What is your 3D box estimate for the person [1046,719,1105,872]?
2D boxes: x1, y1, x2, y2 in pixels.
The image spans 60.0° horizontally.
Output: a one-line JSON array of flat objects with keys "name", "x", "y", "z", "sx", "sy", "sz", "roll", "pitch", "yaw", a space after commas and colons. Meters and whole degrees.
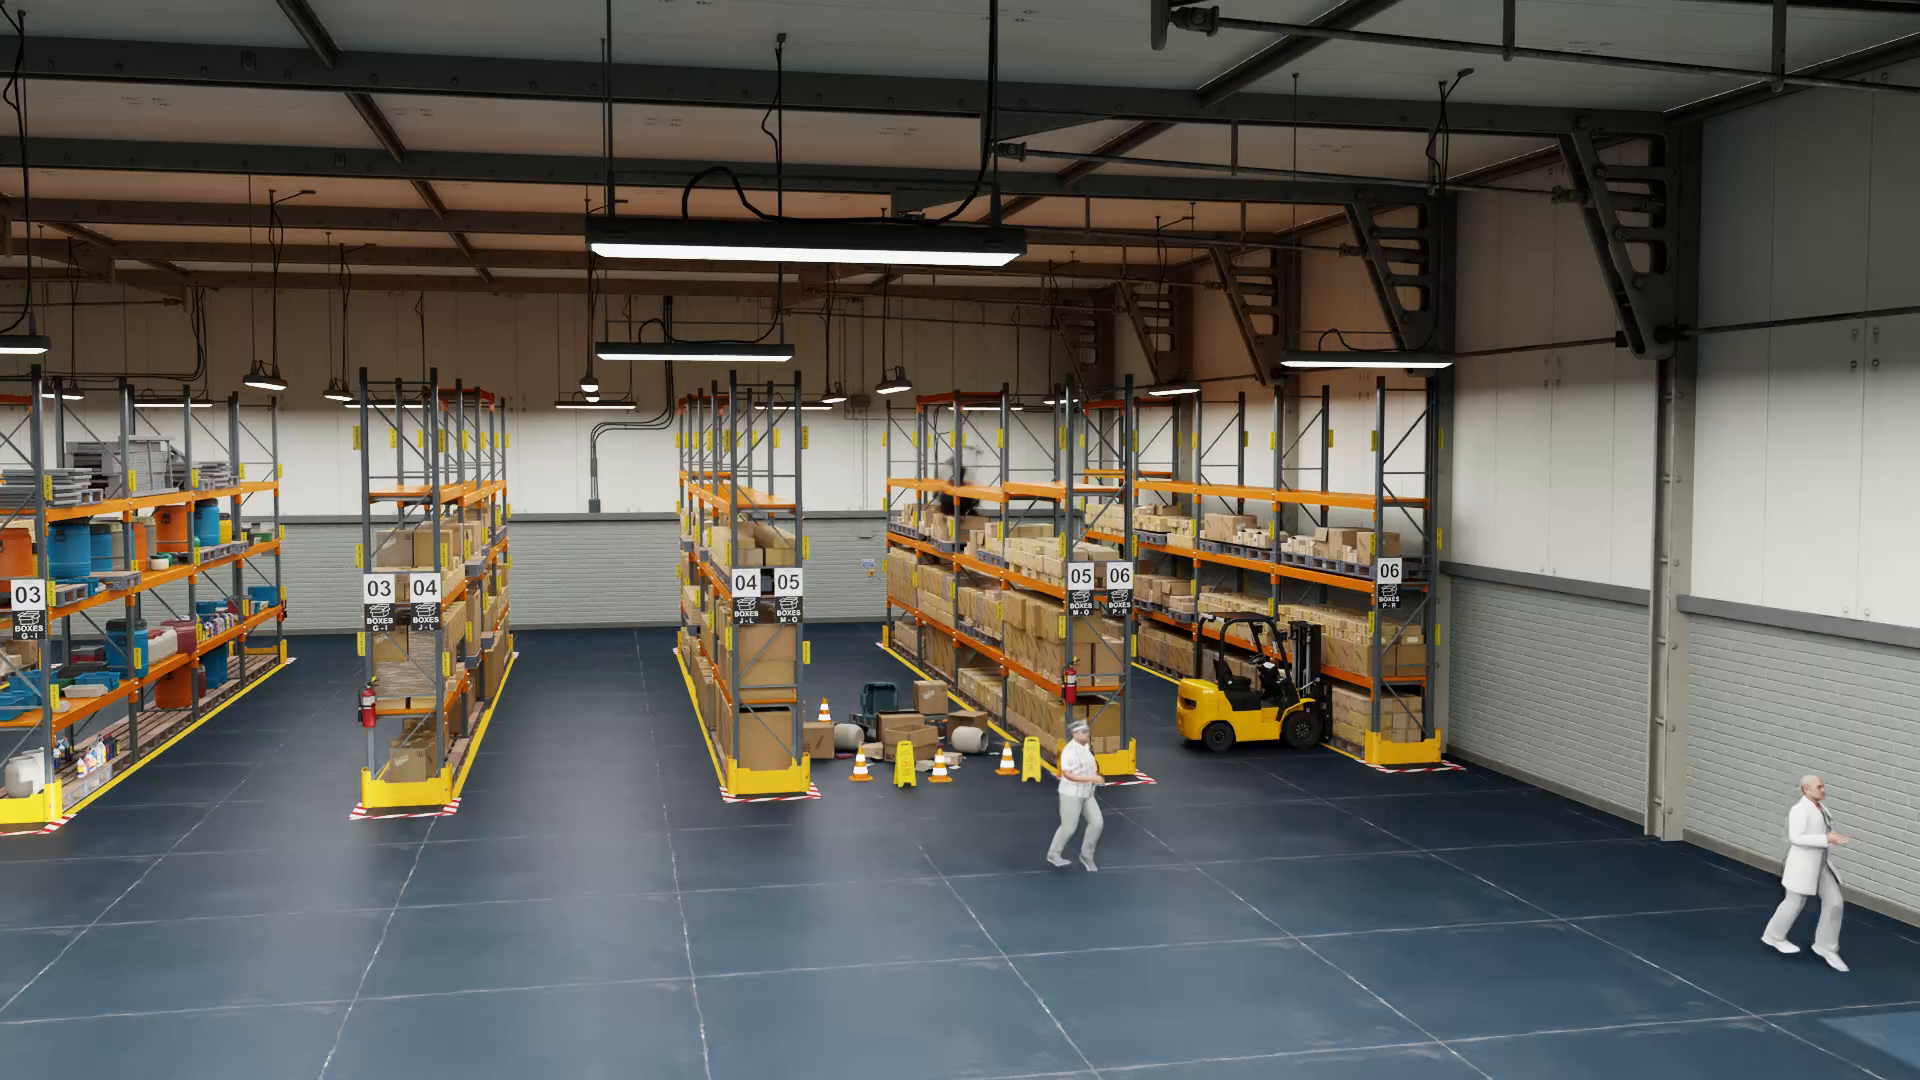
[{"name": "person", "x": 1.382, "y": 2.993, "z": 19.314, "sx": 0.765, "sy": 1.867, "sz": 0.685, "roll": 2, "pitch": 4, "yaw": 35}]

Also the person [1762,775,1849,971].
[{"name": "person", "x": 8.137, "y": 3.158, "z": 15.955, "sx": 0.699, "sy": 1.834, "sz": 0.811, "roll": -2, "pitch": 4, "yaw": -33}]
